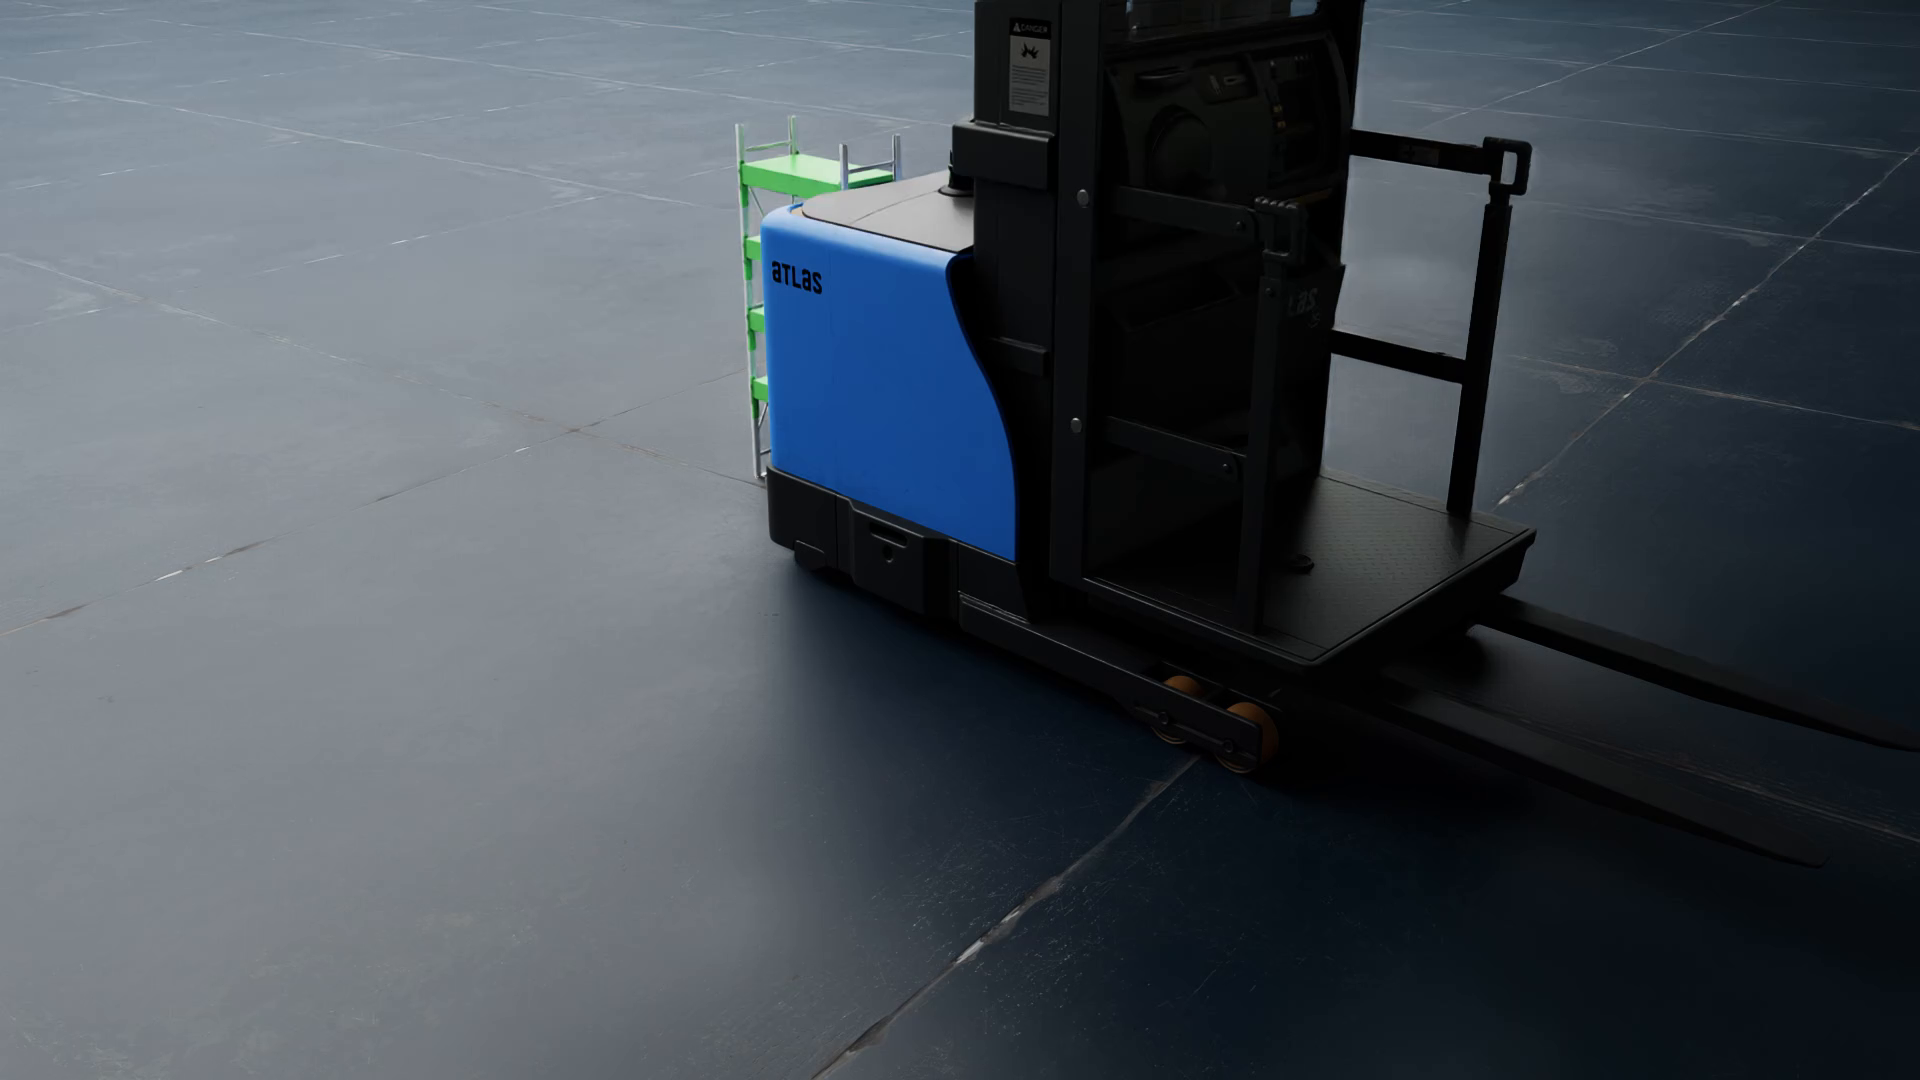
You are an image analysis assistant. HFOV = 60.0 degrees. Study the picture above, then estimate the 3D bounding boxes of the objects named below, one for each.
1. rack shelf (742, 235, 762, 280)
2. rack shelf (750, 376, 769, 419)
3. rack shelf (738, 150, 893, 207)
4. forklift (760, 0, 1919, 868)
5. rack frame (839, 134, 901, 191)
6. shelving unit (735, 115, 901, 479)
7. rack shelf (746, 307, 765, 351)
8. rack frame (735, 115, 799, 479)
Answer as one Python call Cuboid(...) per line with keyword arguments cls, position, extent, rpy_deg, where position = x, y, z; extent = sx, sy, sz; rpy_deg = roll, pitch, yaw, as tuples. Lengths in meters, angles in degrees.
Cuboid(cls="rack shelf", position=(-0.446, -0.888, 5.340), extent=(0.480, 0.148, 0.258), rpy_deg=(21, 32, 39))
Cuboid(cls="rack shelf", position=(-0.446, -0.449, 5.534), extent=(0.480, 0.148, 0.258), rpy_deg=(21, 32, 39))
Cuboid(cls="rack shelf", position=(-0.446, -1.108, 5.244), extent=(0.480, 0.148, 0.258), rpy_deg=(21, 32, 39))
Cuboid(cls="forklift", position=(0.825, -1.020, 3.929), extent=(3.031, 2.935, 1.130), rpy_deg=(21, 32, 39))
Cuboid(cls="rack frame", position=(-0.270, -0.658, 5.256), extent=(0.015, 1.200, 0.240), rpy_deg=(21, 32, 39))
Cuboid(cls="shelving unit", position=(-0.446, -0.727, 5.411), extent=(0.503, 1.200, 0.258), rpy_deg=(21, 32, 39))
Cuboid(cls="rack shelf", position=(-0.446, -0.668, 5.437), extent=(0.480, 0.148, 0.258), rpy_deg=(21, 32, 39))
Cuboid(cls="rack frame", position=(-0.621, -0.795, 5.567), extent=(0.015, 1.200, 0.240), rpy_deg=(21, 32, 39))
